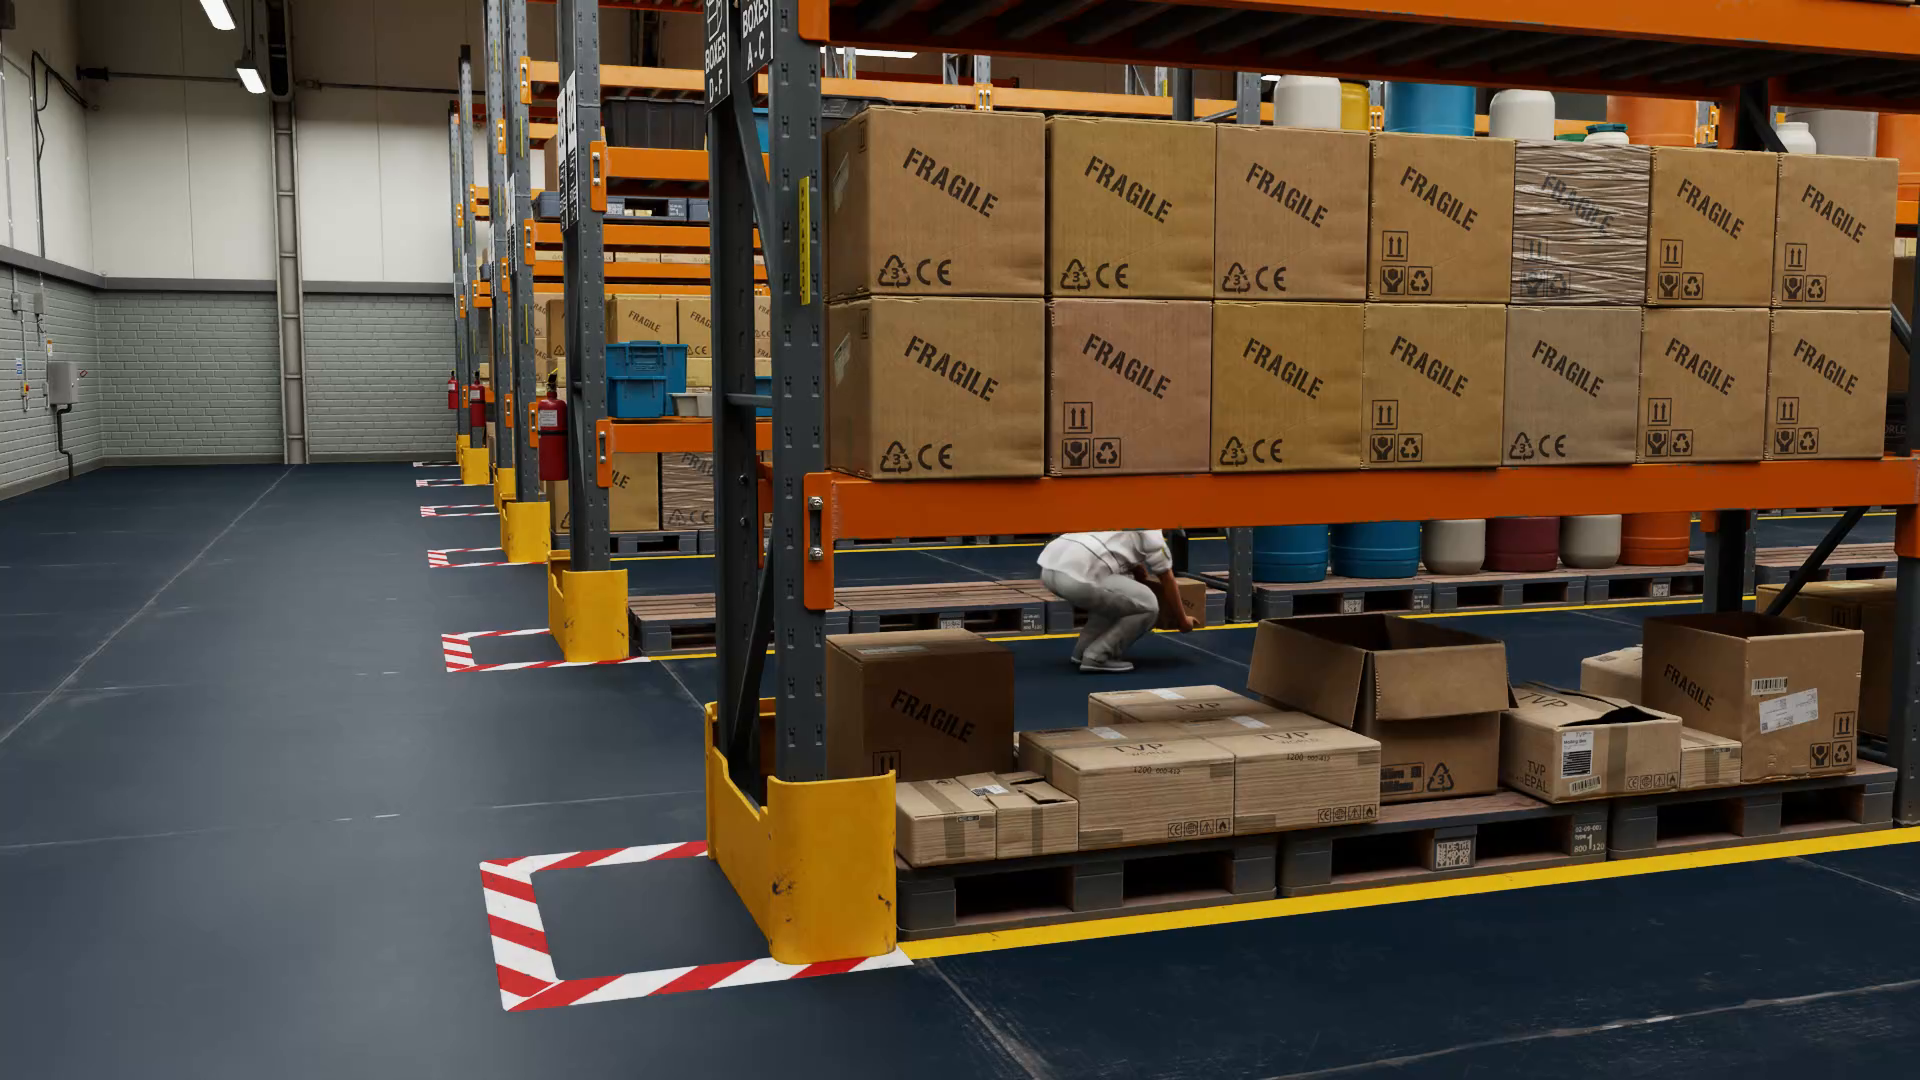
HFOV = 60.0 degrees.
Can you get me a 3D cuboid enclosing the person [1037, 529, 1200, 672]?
[{"bbox_3d":[0.853,0.221,8.972,0.875,0.949,0.496,-2,6,-20],"label":"person"}]
